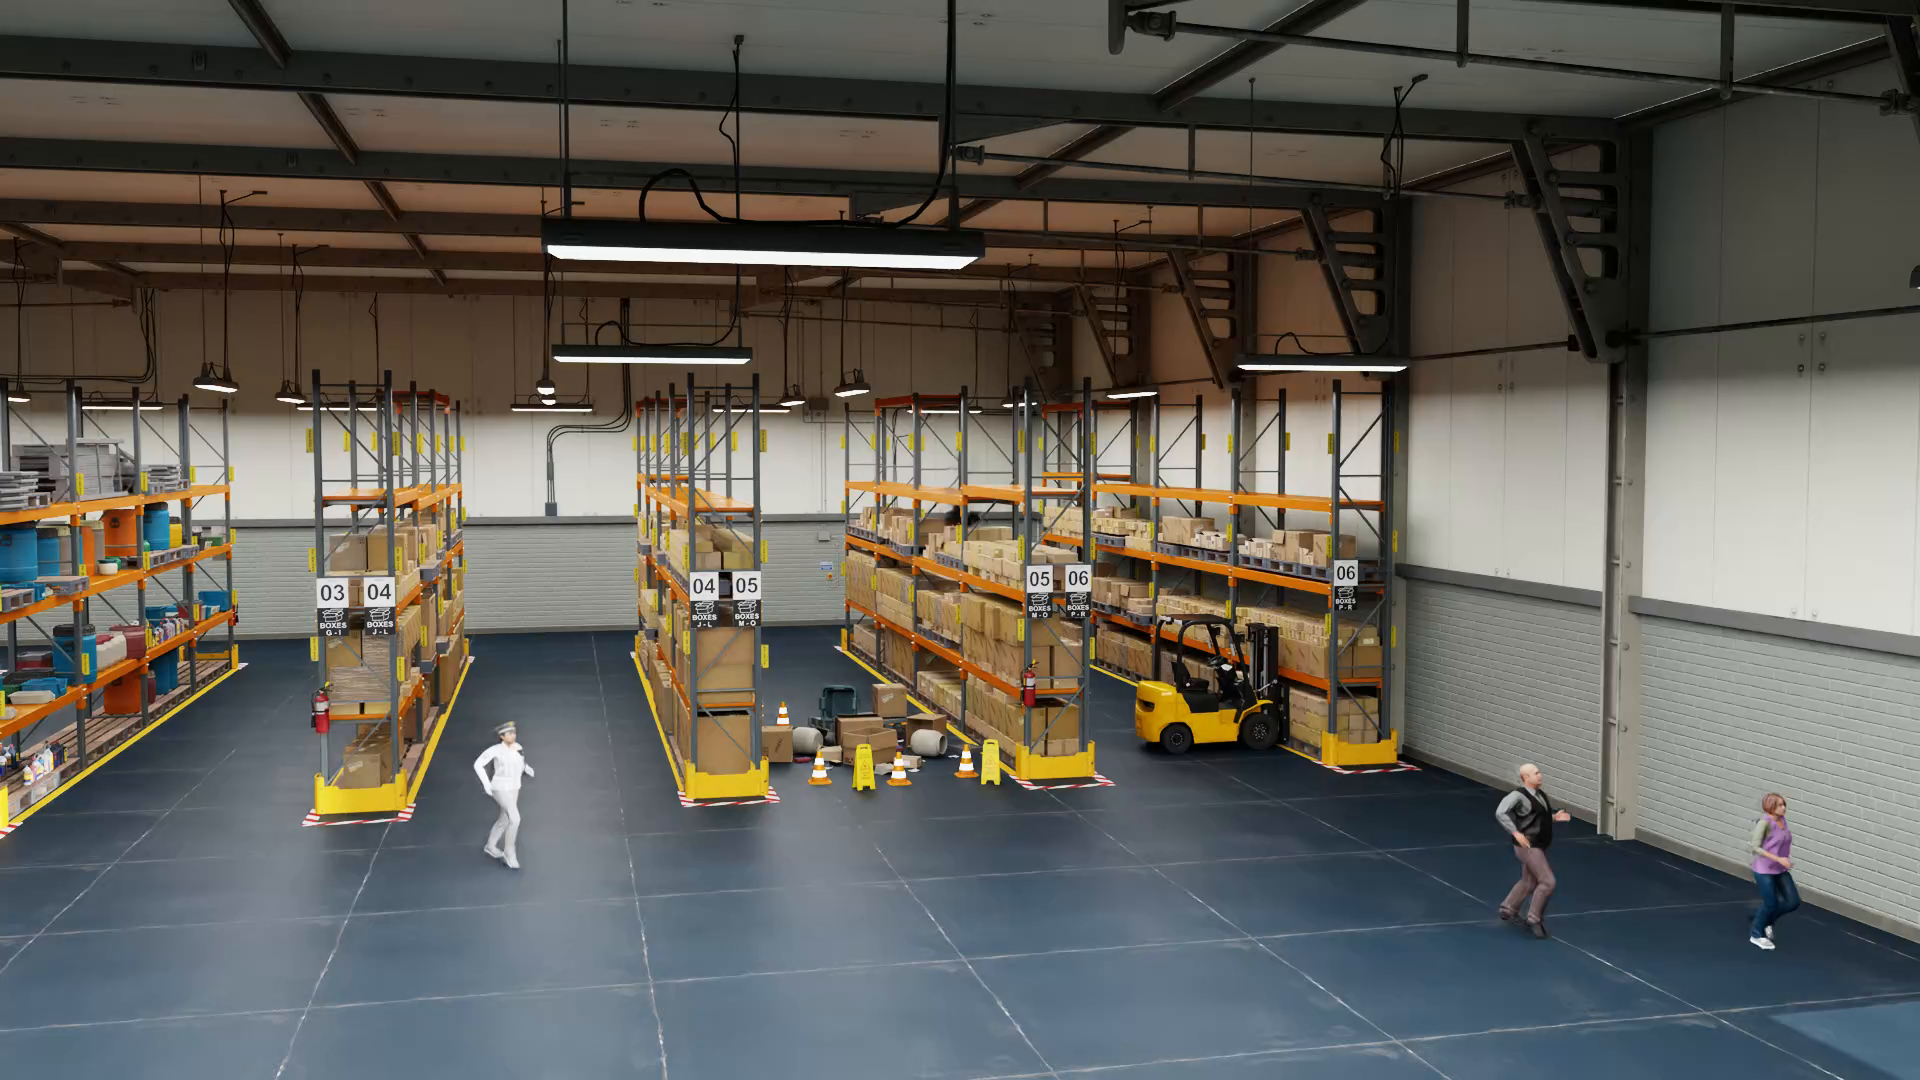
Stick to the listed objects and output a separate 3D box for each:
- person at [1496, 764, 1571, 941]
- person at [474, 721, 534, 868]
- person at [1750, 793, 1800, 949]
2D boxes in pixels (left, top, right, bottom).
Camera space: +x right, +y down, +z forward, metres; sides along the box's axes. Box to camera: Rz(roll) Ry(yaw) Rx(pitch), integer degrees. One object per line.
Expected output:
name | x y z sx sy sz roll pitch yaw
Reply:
person | 5.838 3.169 16.951 0.715 1.773 0.637 3 4 39
person | -5.408 3.025 19.862 0.728 1.751 0.598 2 4 26
person | 8.022 3.271 16.374 0.538 1.562 0.536 -2 4 -27
